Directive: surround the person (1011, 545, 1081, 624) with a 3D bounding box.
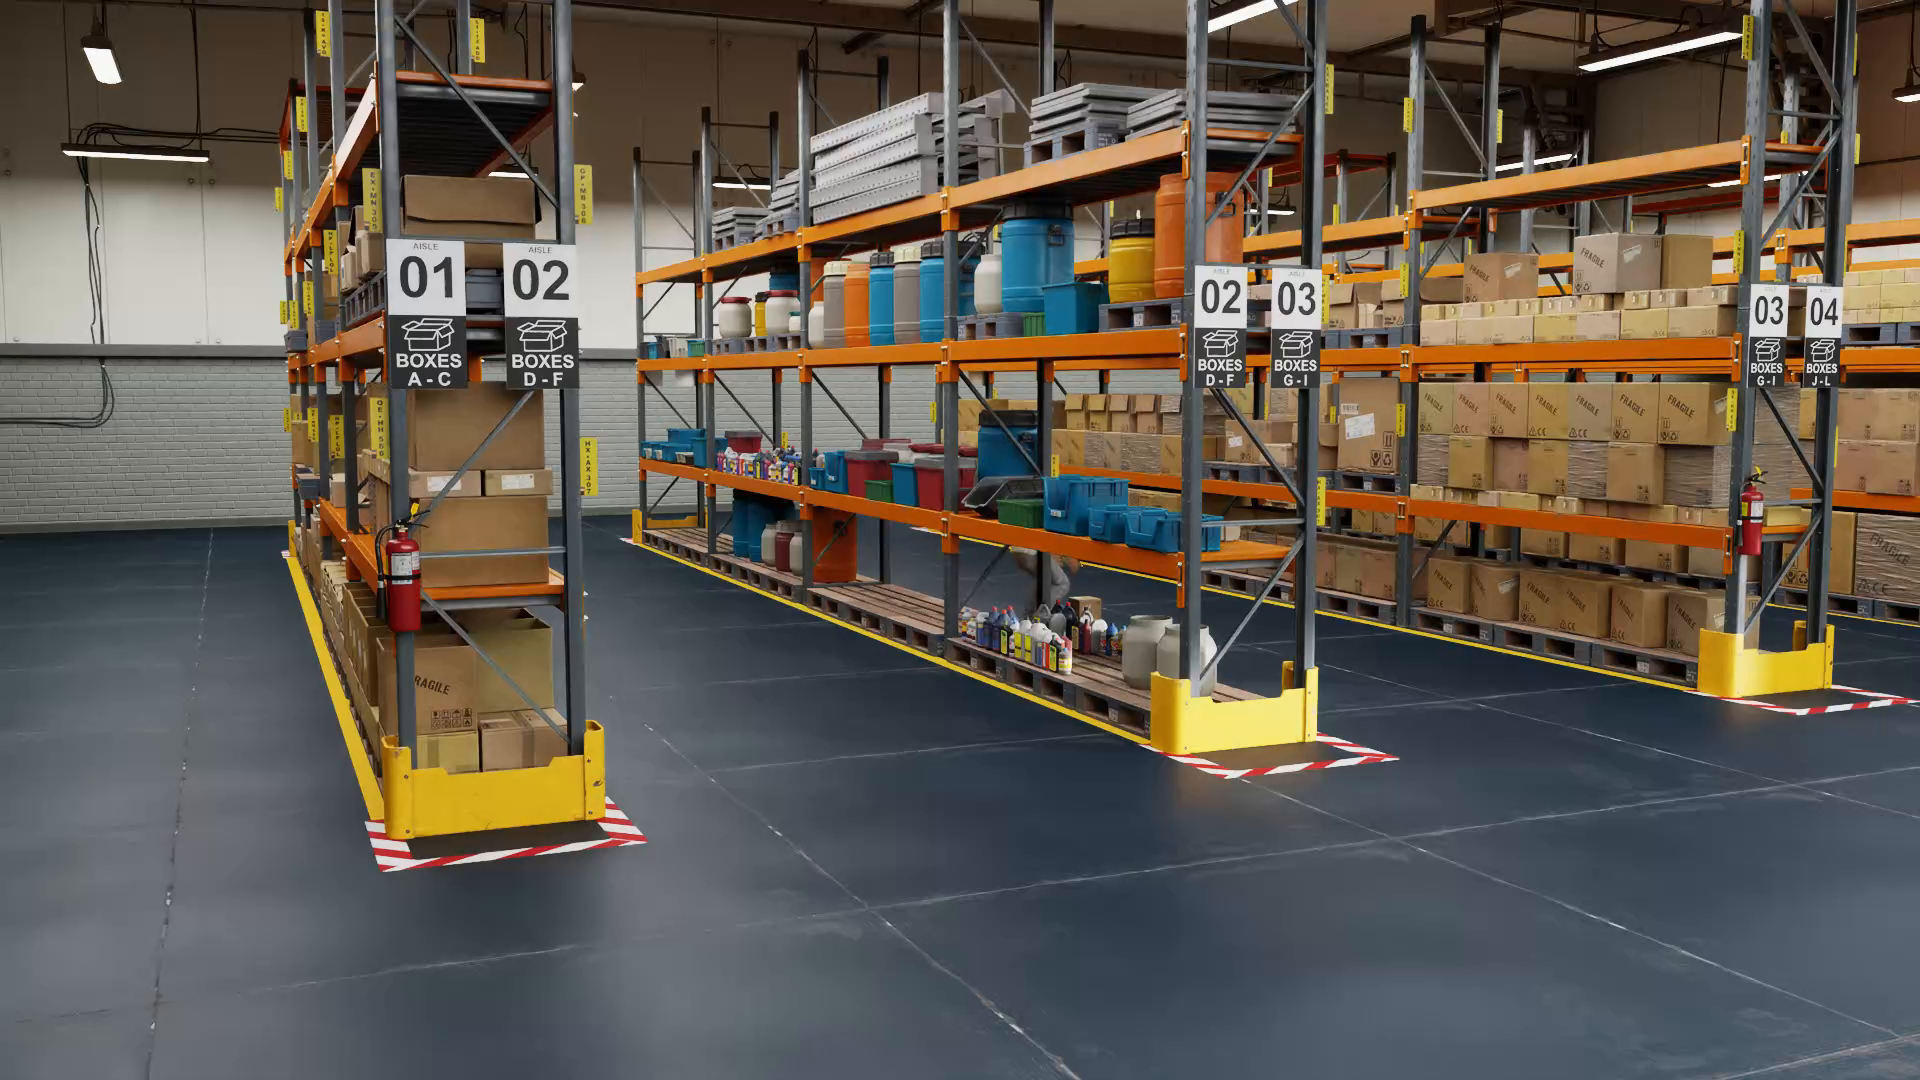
[{"bbox_3d":[0.883,0.141,16.878,0.753,1.449,0.591,-2,6,-24],"label":"person"}]
